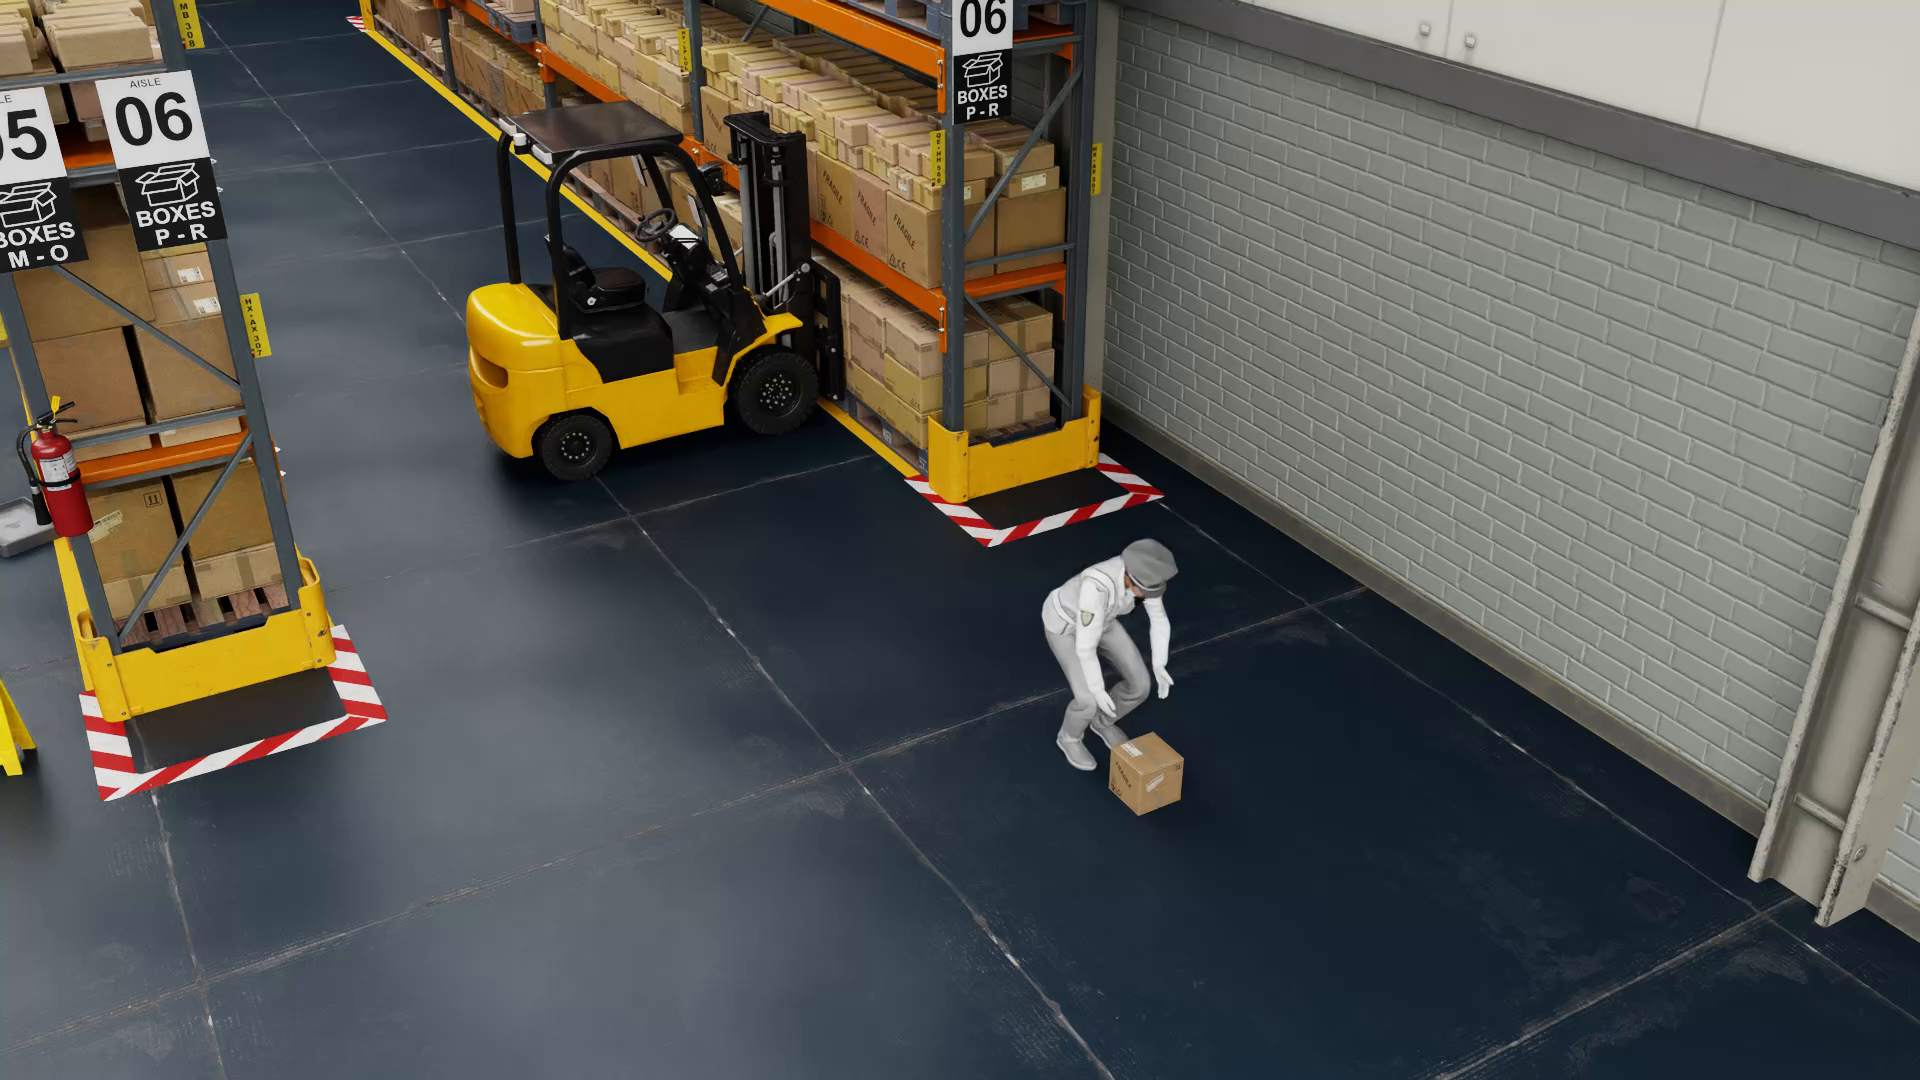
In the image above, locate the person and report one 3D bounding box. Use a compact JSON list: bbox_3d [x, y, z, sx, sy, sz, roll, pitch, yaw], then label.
[{"bbox_3d":[0.732,0.503,8.044,0.533,1.292,0.752,-16,33,-26],"label":"person"}]
